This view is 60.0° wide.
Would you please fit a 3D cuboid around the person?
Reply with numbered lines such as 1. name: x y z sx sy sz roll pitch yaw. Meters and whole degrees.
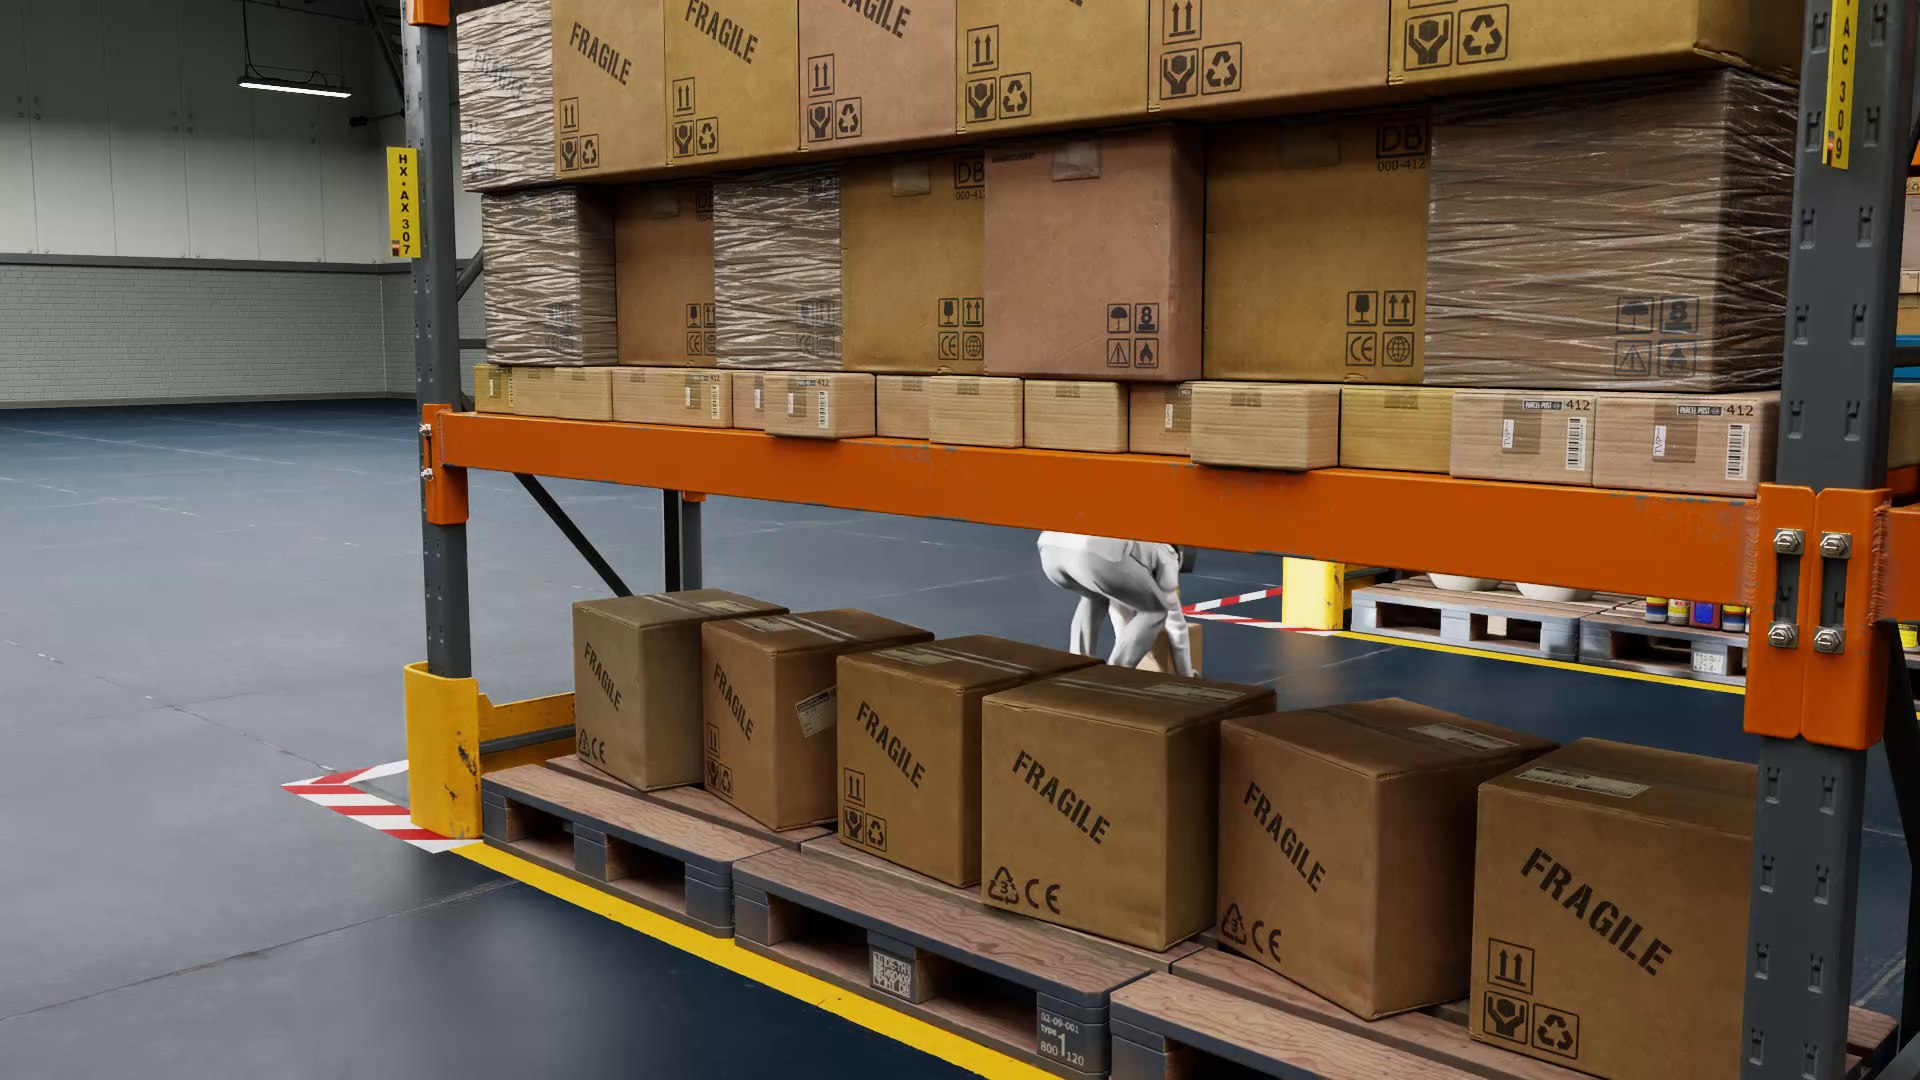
1. person: 0.695 0.263 7.122 0.455 0.834 0.892 6 9 41
